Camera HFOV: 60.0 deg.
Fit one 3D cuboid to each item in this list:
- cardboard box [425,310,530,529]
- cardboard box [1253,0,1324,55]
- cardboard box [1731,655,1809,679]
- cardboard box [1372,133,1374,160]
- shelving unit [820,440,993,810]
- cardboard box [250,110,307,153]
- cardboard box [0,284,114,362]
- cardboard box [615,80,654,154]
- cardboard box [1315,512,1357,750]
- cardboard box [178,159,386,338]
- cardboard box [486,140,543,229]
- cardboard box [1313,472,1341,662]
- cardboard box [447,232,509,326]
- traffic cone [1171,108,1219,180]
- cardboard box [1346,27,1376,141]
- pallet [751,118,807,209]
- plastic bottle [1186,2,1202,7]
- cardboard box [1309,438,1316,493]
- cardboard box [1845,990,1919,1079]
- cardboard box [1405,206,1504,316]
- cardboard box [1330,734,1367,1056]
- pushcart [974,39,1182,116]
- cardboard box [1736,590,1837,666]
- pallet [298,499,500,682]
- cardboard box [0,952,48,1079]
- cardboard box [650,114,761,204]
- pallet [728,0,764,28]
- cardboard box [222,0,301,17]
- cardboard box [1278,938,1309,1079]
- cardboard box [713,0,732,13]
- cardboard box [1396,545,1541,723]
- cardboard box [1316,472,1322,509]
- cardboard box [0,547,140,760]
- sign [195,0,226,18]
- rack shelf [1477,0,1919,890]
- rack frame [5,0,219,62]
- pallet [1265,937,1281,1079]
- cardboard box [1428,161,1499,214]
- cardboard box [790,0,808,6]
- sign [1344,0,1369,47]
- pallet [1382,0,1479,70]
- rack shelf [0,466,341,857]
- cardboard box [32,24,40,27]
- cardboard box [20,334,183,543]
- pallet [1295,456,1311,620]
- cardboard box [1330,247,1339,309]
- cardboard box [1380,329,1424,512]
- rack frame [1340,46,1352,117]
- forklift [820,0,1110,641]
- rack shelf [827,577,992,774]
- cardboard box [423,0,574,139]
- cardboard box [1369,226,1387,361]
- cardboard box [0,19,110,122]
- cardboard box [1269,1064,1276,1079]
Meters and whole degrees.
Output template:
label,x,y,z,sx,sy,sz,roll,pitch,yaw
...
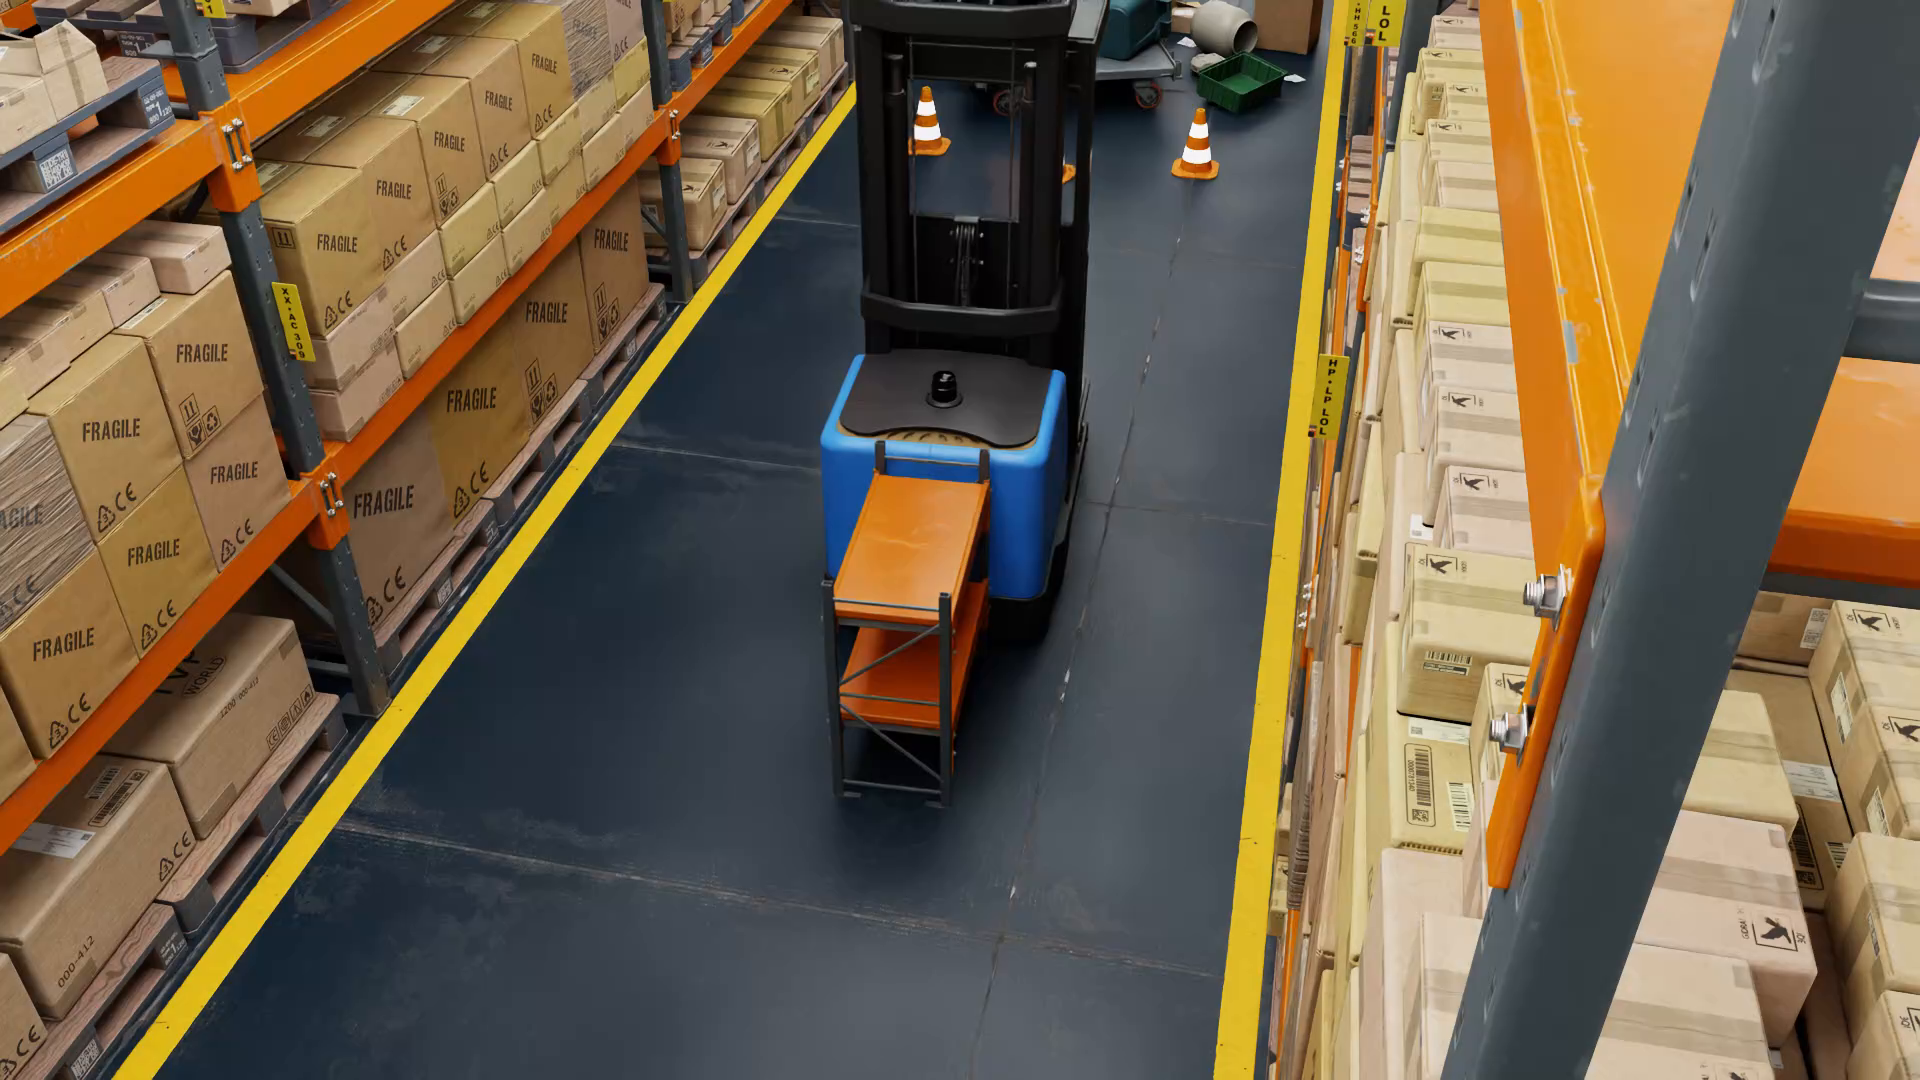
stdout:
label,x,y,z,sx,sy,sz,roll,pitch,yaw
cardboard box,-2.825,-0.703,8.387,0.875,0.875,0.875,8,37,11
cardboard box,2.831,-4.541,14.357,0.500,0.500,0.500,14,38,18
cardboard box,1.516,0.184,2.856,0.500,0.250,0.500,8,37,11
cardboard box,2.355,-2.077,8.686,0.380,0.149,0.250,7,36,9
shelving unit,-0.202,0.347,7.082,0.538,1.125,1.048,5,36,7
cardboard box,-3.111,-1.540,7.151,0.500,0.500,0.500,8,37,11
cardboard box,-3.044,-0.721,5.470,0.380,0.149,0.250,7,37,10
cardboard box,-2.064,-2.419,9.430,0.500,0.250,0.500,6,36,8
cardboard box,1.225,0.300,4.360,0.500,0.500,0.500,8,37,11
cardboard box,-2.689,-1.171,6.642,0.500,0.500,0.500,8,37,11
cardboard box,-2.371,-1.746,8.075,0.500,0.250,0.500,6,36,9
cardboard box,1.441,0.145,5.426,0.500,0.500,0.500,7,36,9
cardboard box,-2.478,-1.256,7.825,0.500,0.250,0.500,7,37,10
traffic cone,1.740,-2.926,12.163,0.336,0.463,0.334,7,37,10
cardboard box,2.481,-2.572,9.428,0.500,0.500,0.500,7,37,10
pallet,-1.779,-2.818,12.229,1.003,0.211,1.213,7,37,10
plastic bottle,2.146,-4.818,15.116,0.133,0.061,0.283,-5,36,-6
cardboard box,2.038,-0.441,8.344,0.500,0.500,0.500,6,36,9
cardboard box,1.231,0.672,1.843,0.380,0.149,0.250,7,37,10
cardboard box,1.167,-0.580,3.571,0.380,0.149,0.250,9,37,12
cardboard box,0.879,0.605,2.701,0.500,0.250,0.500,7,37,10
pushcart,0.883,-3.777,13.409,1.648,0.377,0.936,-5,36,-6
cardboard box,1.436,0.081,2.658,0.380,0.149,0.250,8,37,11
pallet,-2.973,0.168,8.108,1.003,0.211,1.213,7,37,10
cardboard box,-3.688,1.735,5.396,0.875,0.438,0.875,8,37,11
cardboard box,-1.930,-2.655,11.509,0.950,0.372,0.625,7,36,9
pallet,-1.827,-3.865,11.460,1.003,0.211,1.213,7,37,10
cardboard box,-2.615,-2.082,6.038,0.396,0.266,0.258,7,37,10
cardboard box,0.997,1.309,3.819,0.500,0.500,0.500,7,37,10
cardboard box,-1.683,-3.498,10.646,0.380,0.149,0.250,8,37,10
cardboard box,0.876,0.160,2.549,0.380,0.149,0.250,8,37,11
cardboard box,1.828,-0.160,7.318,0.500,0.250,0.500,9,37,12
cardboard box,-3.111,0.334,5.418,0.500,0.500,0.500,7,36,9
sign,-2.522,-1.896,5.517,0.100,0.325,0.005,7,37,10
rack shelf,1.366,-0.936,2.760,1.077,0.370,4.000,7,37,10
rack frame,-3.064,-2.938,4.906,1.000,3.000,0.127,7,37,10
pallet,1.684,1.572,6.171,1.003,0.211,1.213,7,37,10
cardboard box,1.270,-0.731,3.779,0.380,0.149,0.250,6,36,8
cardboard box,-1.491,-4.829,13.973,0.500,0.500,0.500,7,36,9
sign,2.105,-2.776,8.808,0.100,0.325,0.005,7,37,10
pallet,2.248,-2.021,6.356,1.213,0.211,1.003,7,37,10
rack shelf,-3.491,0.929,5.296,1.077,0.370,4.000,7,37,10
cardboard box,-6.638,-3.748,12.802,0.875,0.625,0.625,6,36,8
cardboard box,-3.012,-0.359,5.523,0.500,0.500,0.500,7,36,9
pallet,2.216,0.034,8.293,1.003,0.211,1.213,7,37,10
cardboard box,2.264,-1.336,8.941,0.500,0.250,0.500,6,36,8
cardboard box,1.128,-0.180,3.358,0.500,0.250,0.500,6,36,8
rack frame,3.502,-4.533,12.219,1.000,3.000,0.127,7,37,10
forklift,0.108,-1.575,8.196,1.130,2.935,3.031,5,36,7
rack shelf,-0.202,0.545,7.226,0.538,0.278,1.000,5,36,7
cardboard box,-2.279,-2.339,8.255,0.500,0.500,0.500,7,37,10
cardboard box,1.338,-0.580,4.336,0.500,0.250,0.500,7,36,9
cardboard box,-2.888,-1.474,5.113,0.396,0.266,0.258,8,37,11
cardboard box,1.162,1.831,5.255,0.380,0.149,0.250,7,37,10
